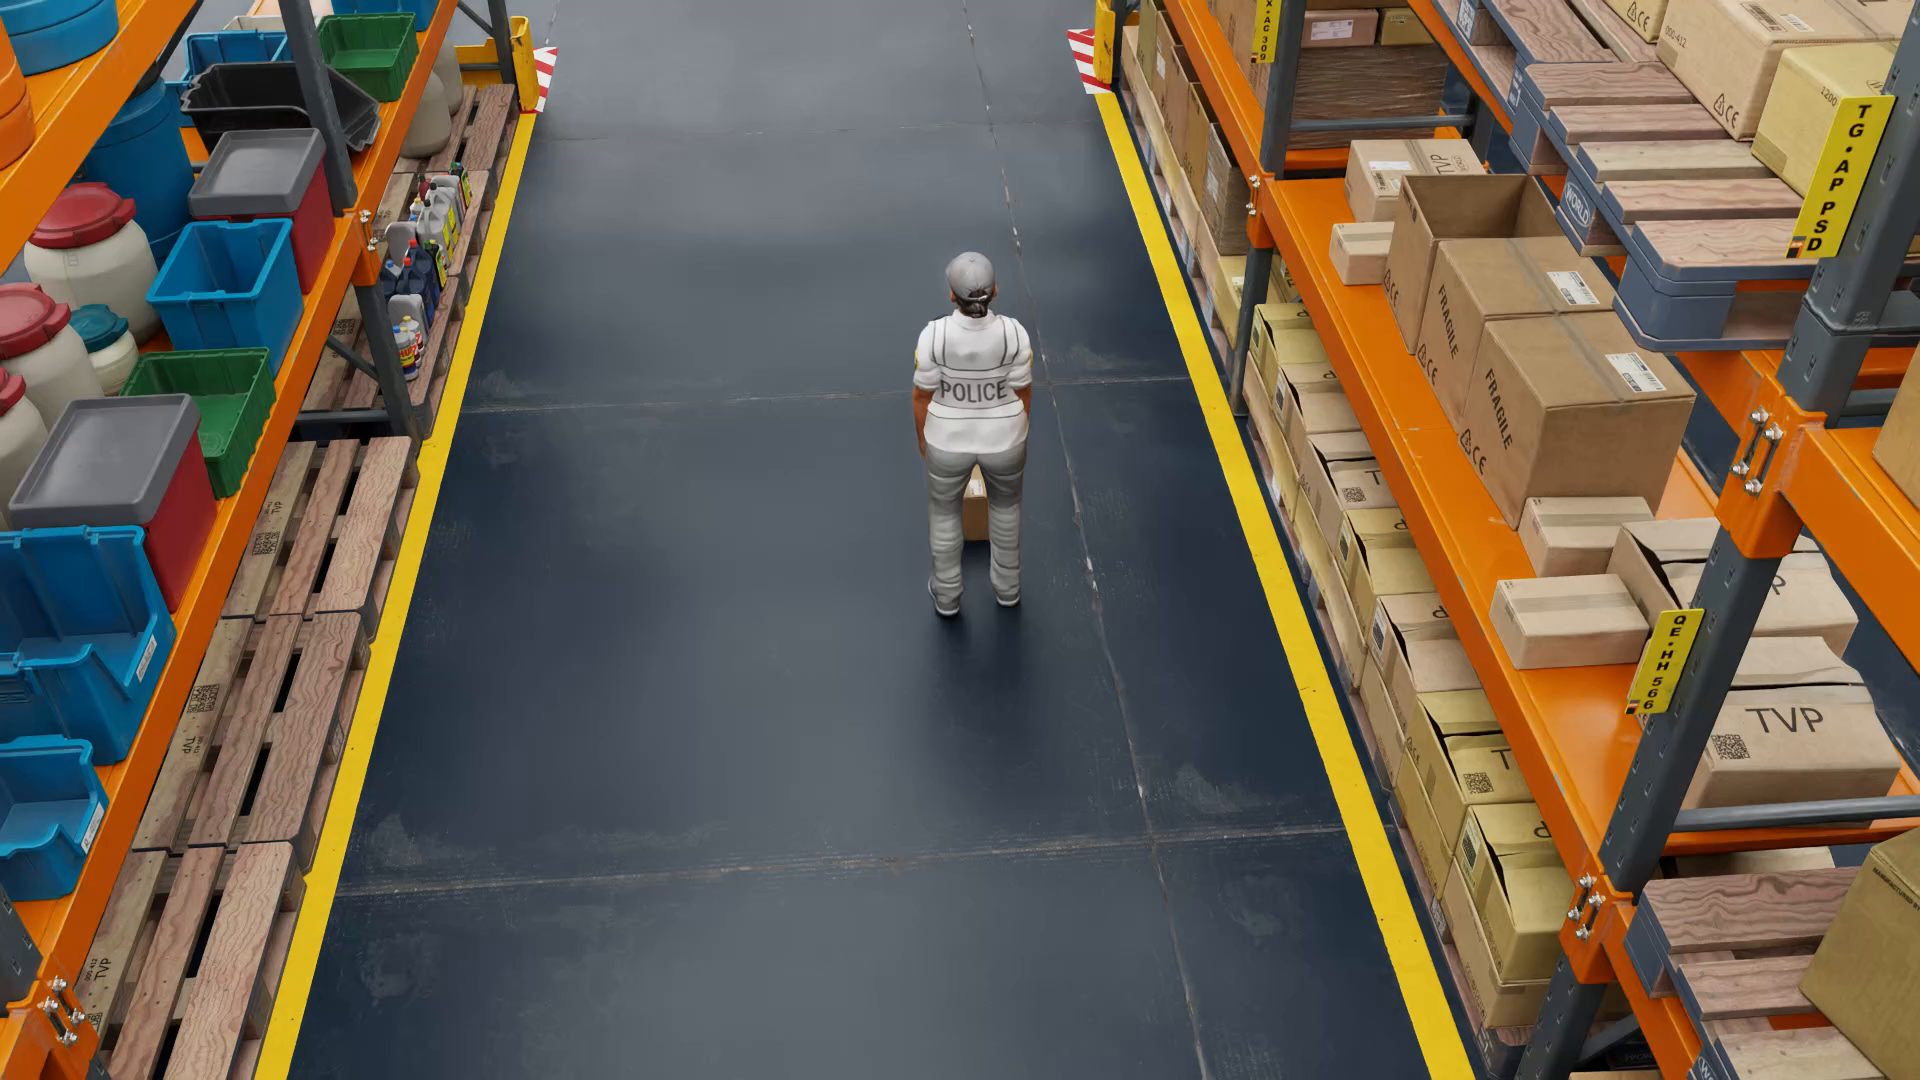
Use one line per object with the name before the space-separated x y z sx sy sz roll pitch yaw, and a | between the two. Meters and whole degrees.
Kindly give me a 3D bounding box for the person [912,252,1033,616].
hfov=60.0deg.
person | 0.044 -0.415 6.669 0.466 1.662 0.391 -2 39 -3
